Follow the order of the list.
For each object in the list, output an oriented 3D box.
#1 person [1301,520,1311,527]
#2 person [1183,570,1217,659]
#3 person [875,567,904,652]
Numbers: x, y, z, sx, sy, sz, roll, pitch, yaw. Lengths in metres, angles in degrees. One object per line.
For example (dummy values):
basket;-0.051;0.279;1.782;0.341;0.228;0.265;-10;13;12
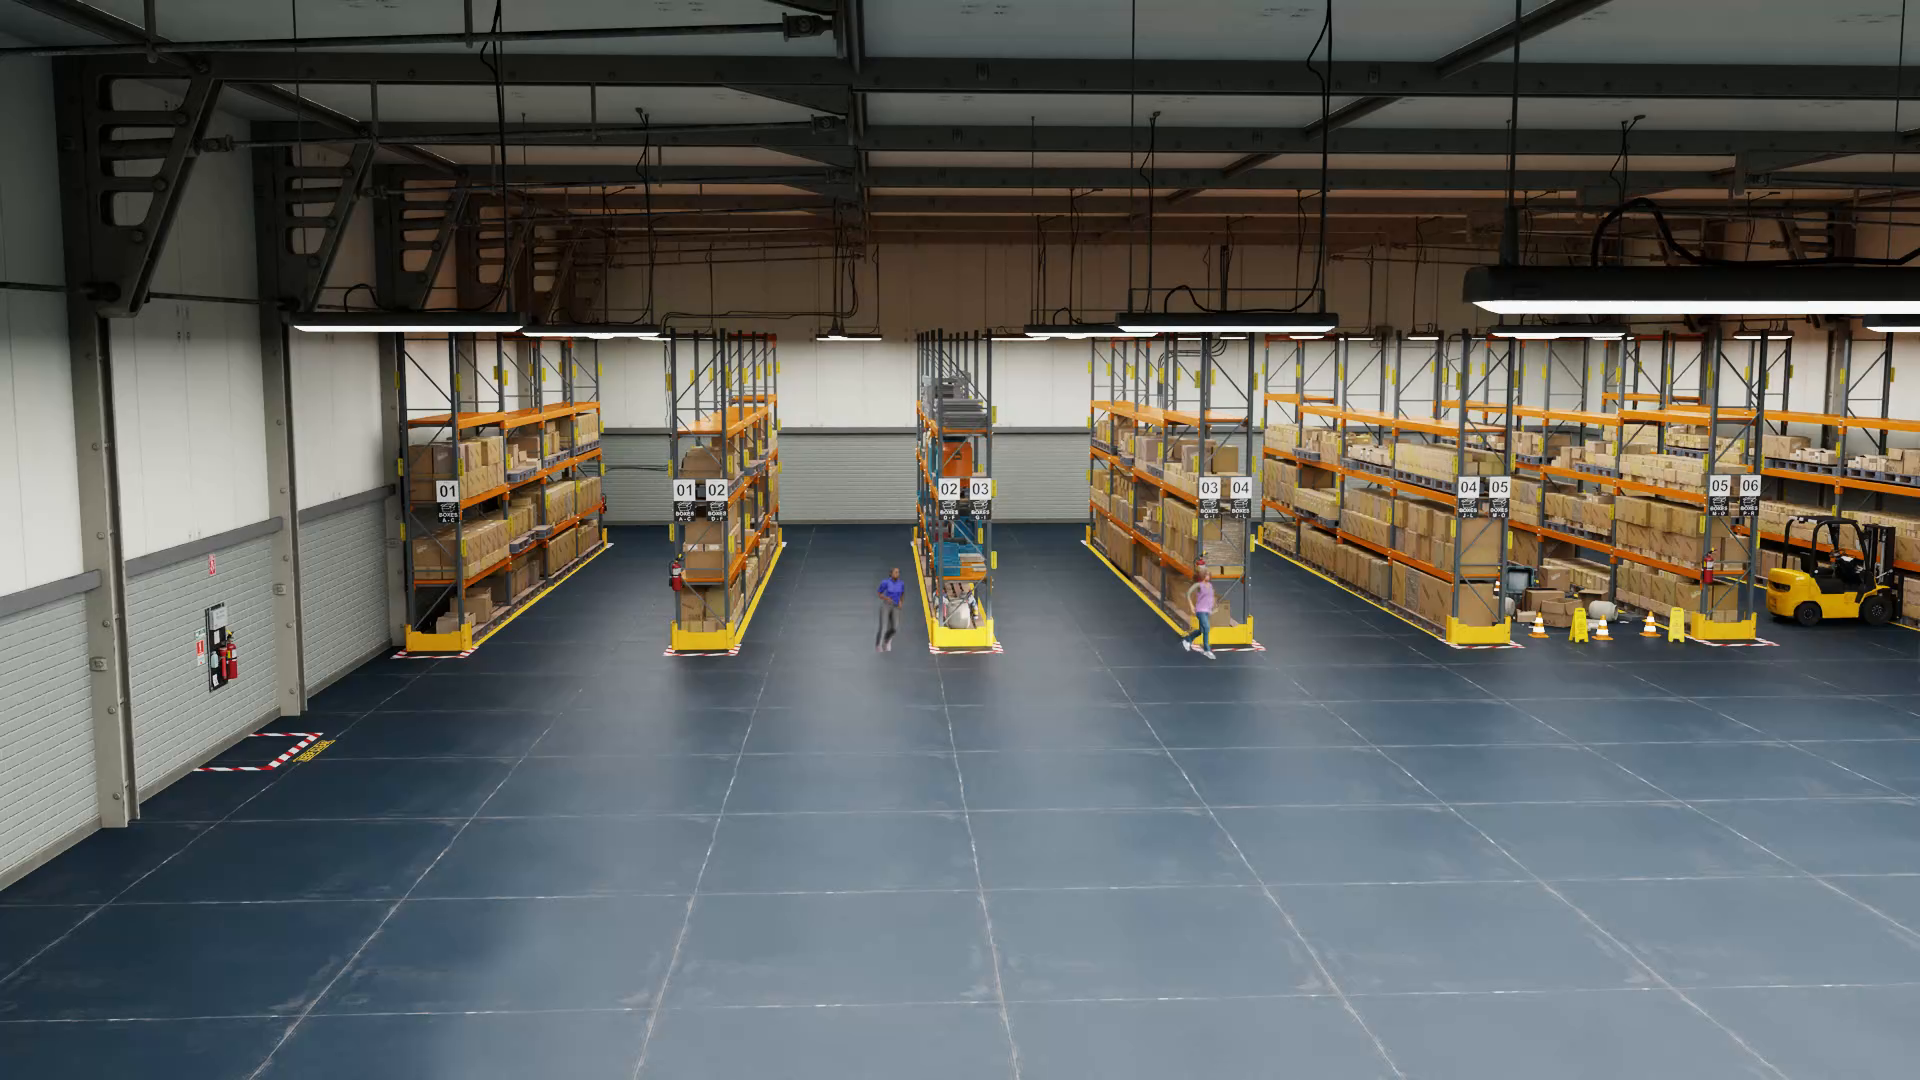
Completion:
person;10.081;-0.889;48.921;0.732;1.691;0.543;-5;8;-35
person;4.483;1.339;30.601;0.569;1.577;0.792;-6;9;-41
person;-1.253;1.293;30.923;0.586;1.597;0.570;-2;7;-19
